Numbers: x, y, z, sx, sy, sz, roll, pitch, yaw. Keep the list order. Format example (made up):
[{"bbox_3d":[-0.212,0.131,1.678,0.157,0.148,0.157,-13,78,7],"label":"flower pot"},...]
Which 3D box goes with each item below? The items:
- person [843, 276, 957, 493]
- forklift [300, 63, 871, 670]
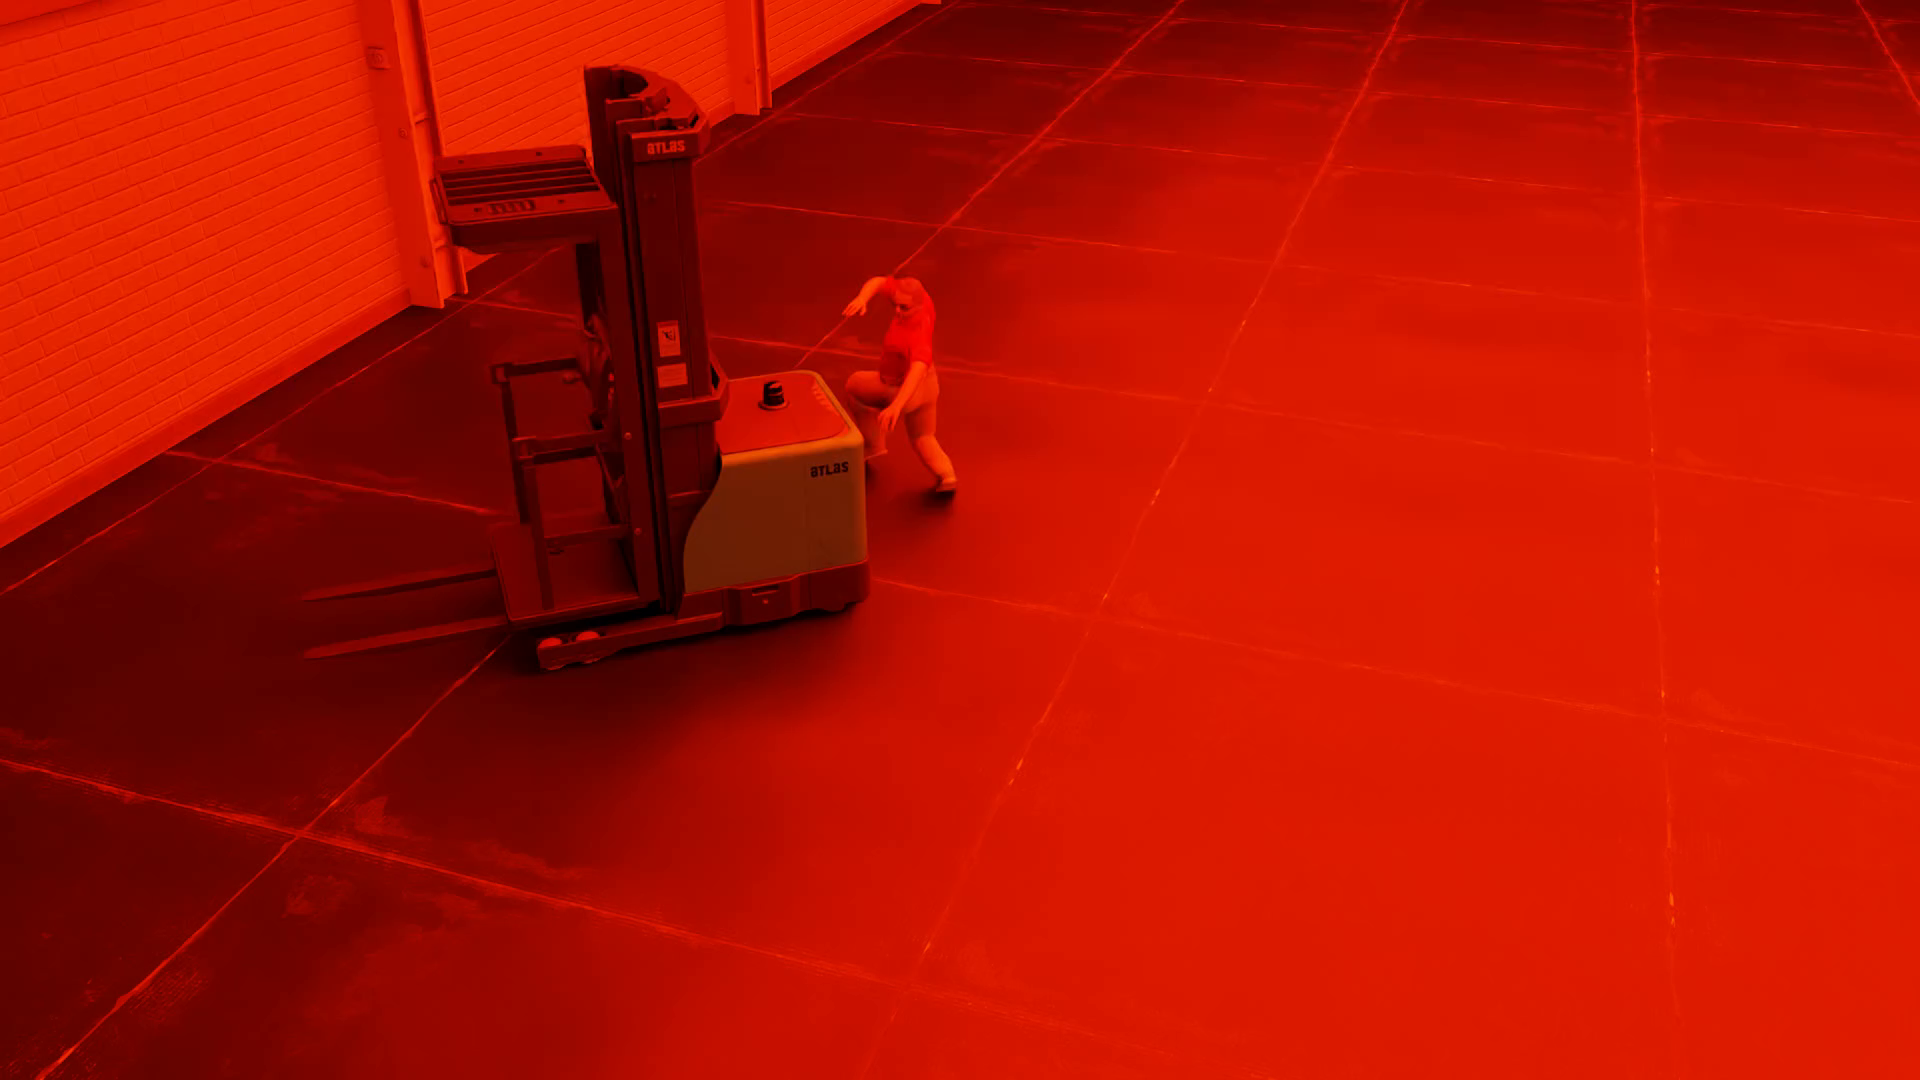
[{"bbox_3d":[-0.480,-0.926,10.293,0.985,1.457,0.898,21,36,32],"label":"person"},{"bbox_3d":[-2.078,-0.875,8.672,3.031,2.935,1.130,-10,31,-17],"label":"forklift"}]
